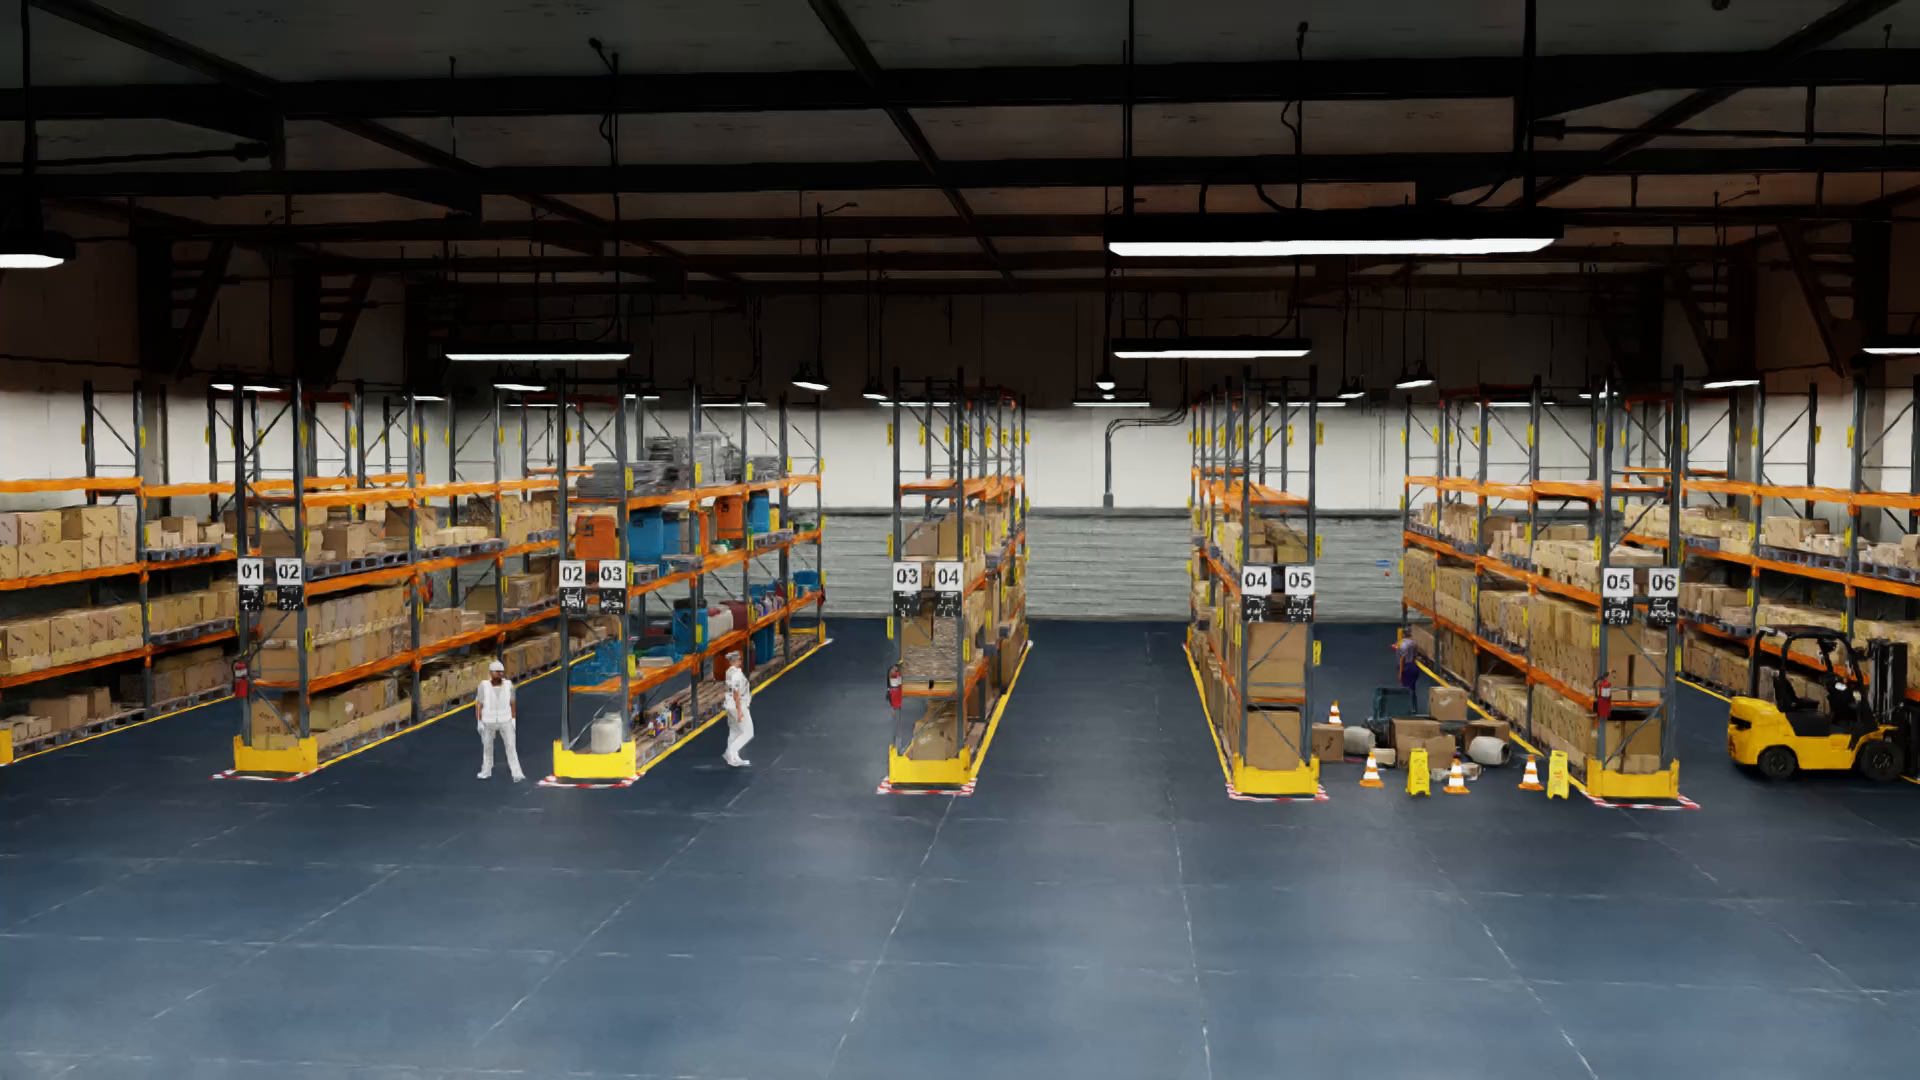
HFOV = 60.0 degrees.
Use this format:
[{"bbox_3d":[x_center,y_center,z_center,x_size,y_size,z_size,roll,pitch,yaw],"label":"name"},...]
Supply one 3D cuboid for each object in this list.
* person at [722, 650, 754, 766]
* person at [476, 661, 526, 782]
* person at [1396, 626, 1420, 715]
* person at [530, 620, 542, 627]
[{"bbox_3d":[-3.402,2.564,25.216,0.467,1.742,0.575,-1,4,-22],"label":"person"},{"bbox_3d":[-6.673,2.617,24.083,0.637,1.741,0.893,-1,4,-21],"label":"person"},{"bbox_3d":[7.881,2.349,29.397,0.552,1.630,0.583,2,4,33],"label":"person"},{"bbox_3d":[-10.640,1.540,41.618,0.430,1.730,0.636,1,4,23],"label":"person"}]
